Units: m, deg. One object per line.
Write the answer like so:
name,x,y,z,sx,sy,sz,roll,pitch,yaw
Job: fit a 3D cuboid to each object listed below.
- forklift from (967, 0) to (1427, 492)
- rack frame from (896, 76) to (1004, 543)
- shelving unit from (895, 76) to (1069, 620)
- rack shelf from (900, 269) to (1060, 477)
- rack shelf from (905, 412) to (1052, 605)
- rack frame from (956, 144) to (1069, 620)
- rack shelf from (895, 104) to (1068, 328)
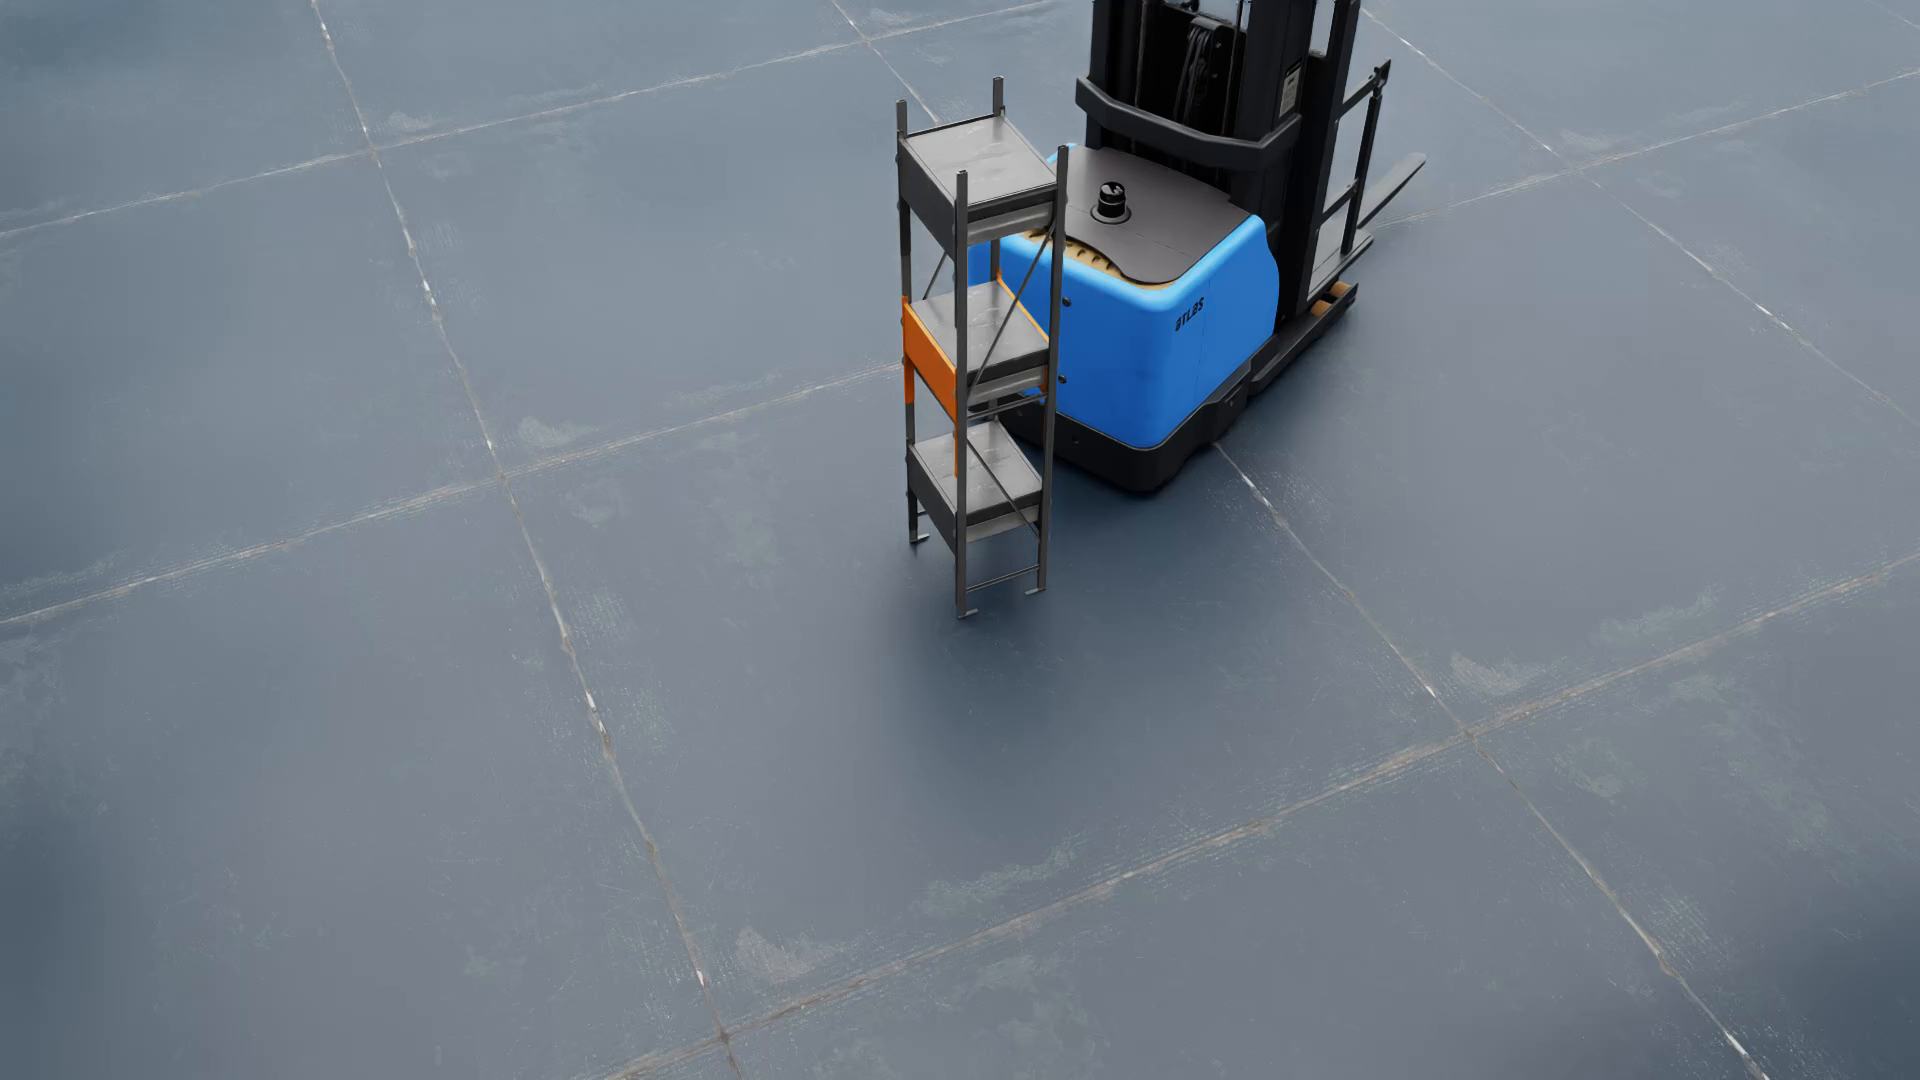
forklift,1.308,-2.239,7.302,1.130,2.935,3.031,28,51,26
rack frame,-0.033,-0.797,6.432,0.400,2.100,0.015,-18,47,-17
shelving unit,0.070,-0.642,6.274,0.431,2.100,0.503,-18,47,-17
rack shelf,0.070,-0.632,6.284,0.431,0.518,0.480,-18,47,-17
rack shelf,0.070,-0.134,6.776,0.431,0.518,0.480,-18,47,-17
rack frame,0.172,-0.486,6.117,0.400,2.100,0.015,-18,47,-17
rack shelf,0.070,-1.130,5.792,0.431,0.518,0.480,-18,47,-17
